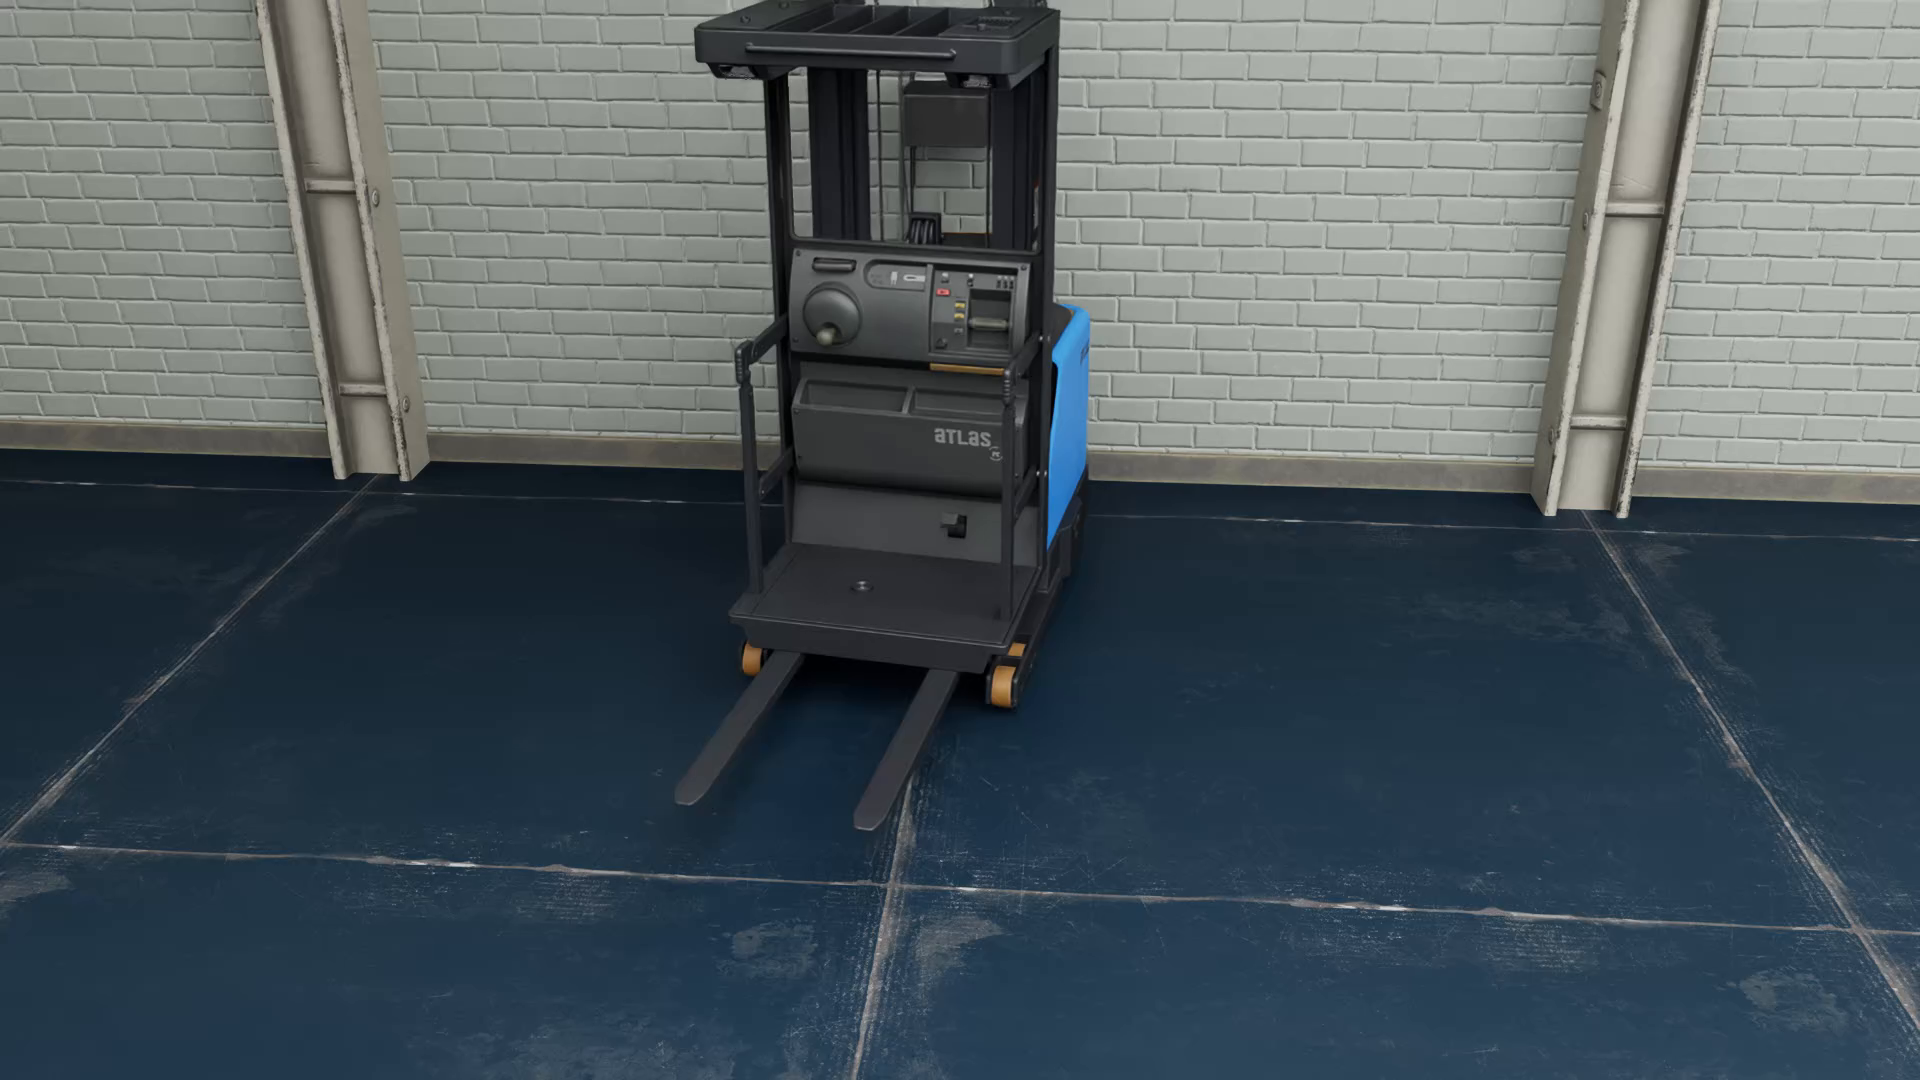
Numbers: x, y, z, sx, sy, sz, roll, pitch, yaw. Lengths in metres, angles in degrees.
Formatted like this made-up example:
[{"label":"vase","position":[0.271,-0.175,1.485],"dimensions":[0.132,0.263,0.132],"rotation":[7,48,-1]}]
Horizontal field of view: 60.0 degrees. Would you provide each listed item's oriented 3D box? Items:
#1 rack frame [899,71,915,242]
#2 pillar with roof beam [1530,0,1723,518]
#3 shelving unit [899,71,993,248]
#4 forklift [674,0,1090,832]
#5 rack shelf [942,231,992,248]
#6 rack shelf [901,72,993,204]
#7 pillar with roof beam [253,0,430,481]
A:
[{"label":"rack frame","position":[-0.244,-1.204,7.832],"dimensions":[0.015,2.100,0.400],"rotation":[3,24,5]},{"label":"pillar with roof beam","position":[2.691,-2.470,2.352],"dimensions":[0.400,9.000,9.100],"rotation":[2,25,4]},{"label":"shelving unit","position":[-0.002,-1.192,7.809],"dimensions":[0.503,2.100,0.431],"rotation":[3,24,5]},{"label":"forklift","position":[-0.245,-0.863,6.119],"dimensions":[1.130,2.935,3.031],"rotation":[6,25,12]},{"label":"rack shelf","position":[-0.002,-1.179,7.815],"dimensions":[0.480,0.518,0.431],"rotation":[3,24,5]},{"label":"rack shelf","position":[0.002,-1.818,7.528],"dimensions":[0.480,0.518,0.431],"rotation":[3,24,5]},{"label":"pillar with roof beam","position":[-3.291,-2.662,2.769],"dimensions":[0.400,9.000,9.100],"rotation":[2,25,4]}]
